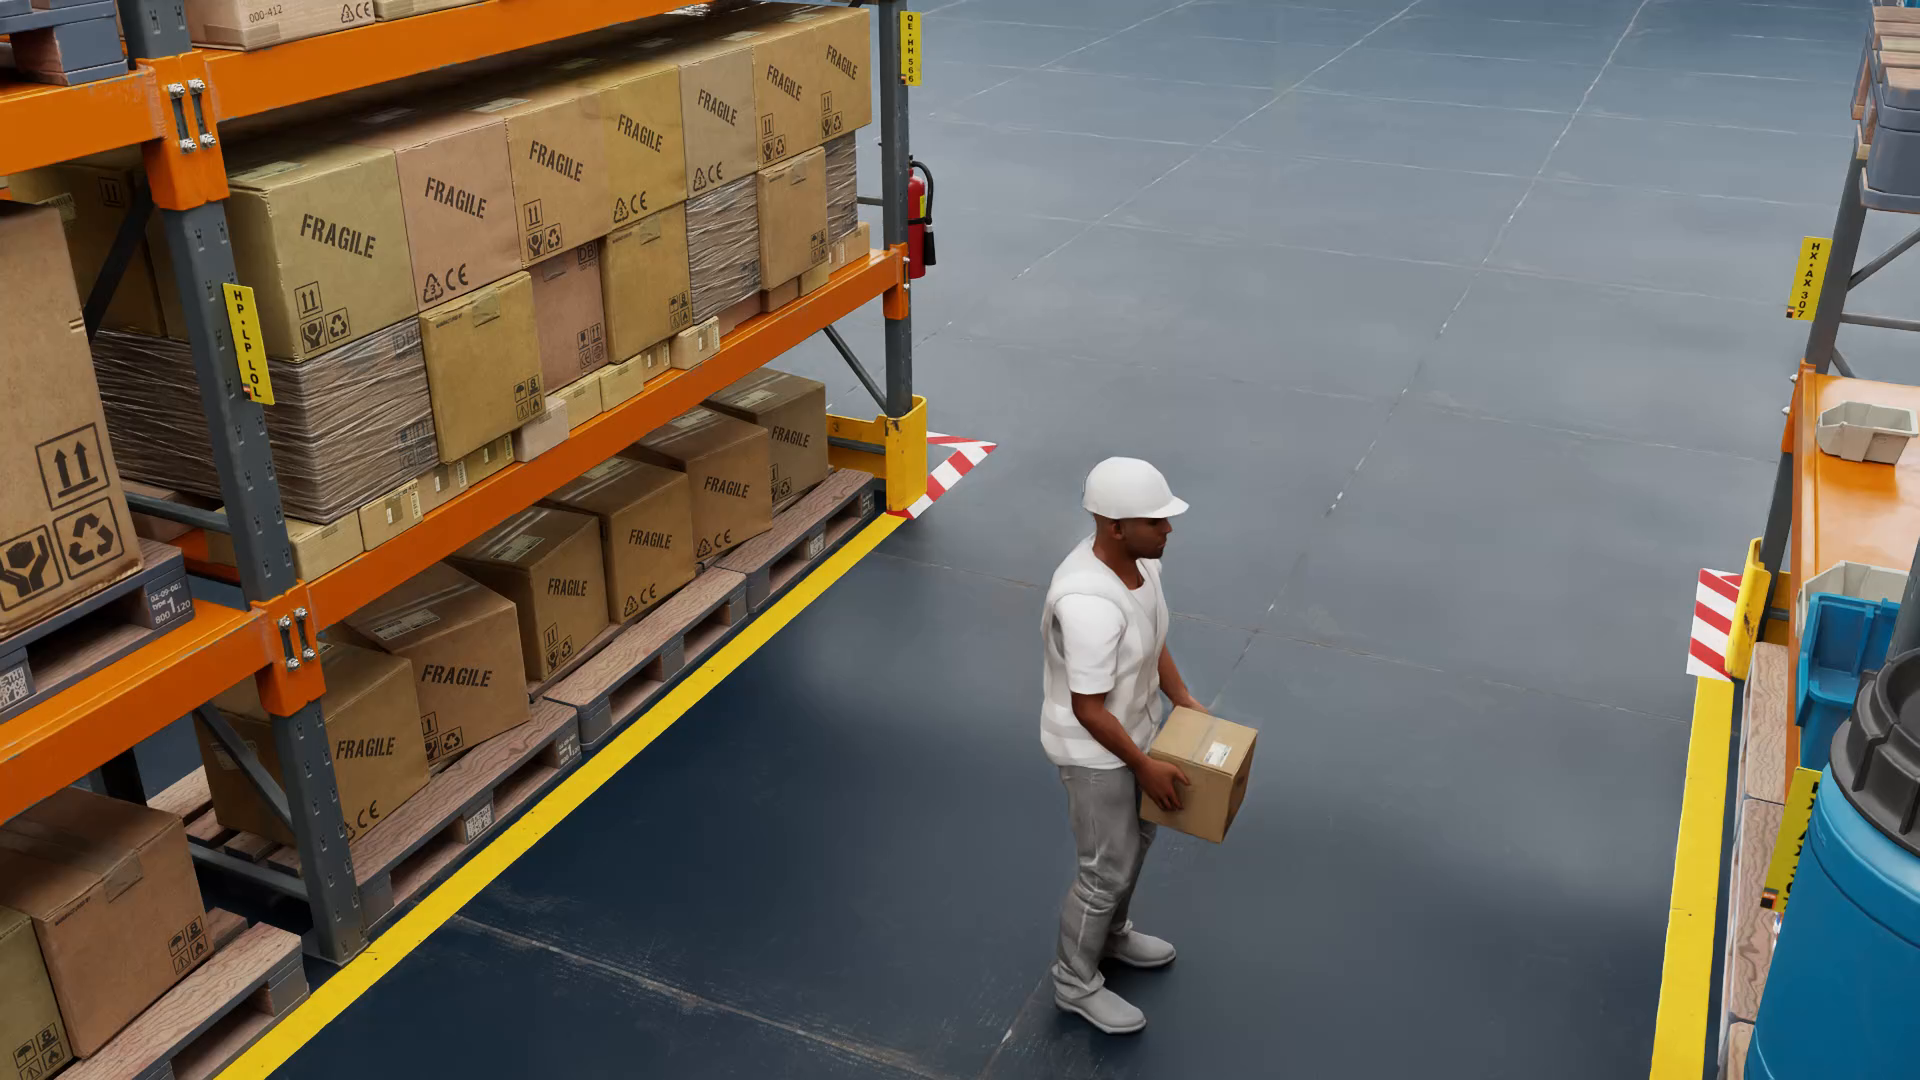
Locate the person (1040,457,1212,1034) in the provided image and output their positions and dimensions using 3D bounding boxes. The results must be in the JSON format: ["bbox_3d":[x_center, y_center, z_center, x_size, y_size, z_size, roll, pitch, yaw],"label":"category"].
[{"bbox_3d":[0.487,0.590,4.874,0.482,1.767,0.569,11,28,21],"label":"person"}]
